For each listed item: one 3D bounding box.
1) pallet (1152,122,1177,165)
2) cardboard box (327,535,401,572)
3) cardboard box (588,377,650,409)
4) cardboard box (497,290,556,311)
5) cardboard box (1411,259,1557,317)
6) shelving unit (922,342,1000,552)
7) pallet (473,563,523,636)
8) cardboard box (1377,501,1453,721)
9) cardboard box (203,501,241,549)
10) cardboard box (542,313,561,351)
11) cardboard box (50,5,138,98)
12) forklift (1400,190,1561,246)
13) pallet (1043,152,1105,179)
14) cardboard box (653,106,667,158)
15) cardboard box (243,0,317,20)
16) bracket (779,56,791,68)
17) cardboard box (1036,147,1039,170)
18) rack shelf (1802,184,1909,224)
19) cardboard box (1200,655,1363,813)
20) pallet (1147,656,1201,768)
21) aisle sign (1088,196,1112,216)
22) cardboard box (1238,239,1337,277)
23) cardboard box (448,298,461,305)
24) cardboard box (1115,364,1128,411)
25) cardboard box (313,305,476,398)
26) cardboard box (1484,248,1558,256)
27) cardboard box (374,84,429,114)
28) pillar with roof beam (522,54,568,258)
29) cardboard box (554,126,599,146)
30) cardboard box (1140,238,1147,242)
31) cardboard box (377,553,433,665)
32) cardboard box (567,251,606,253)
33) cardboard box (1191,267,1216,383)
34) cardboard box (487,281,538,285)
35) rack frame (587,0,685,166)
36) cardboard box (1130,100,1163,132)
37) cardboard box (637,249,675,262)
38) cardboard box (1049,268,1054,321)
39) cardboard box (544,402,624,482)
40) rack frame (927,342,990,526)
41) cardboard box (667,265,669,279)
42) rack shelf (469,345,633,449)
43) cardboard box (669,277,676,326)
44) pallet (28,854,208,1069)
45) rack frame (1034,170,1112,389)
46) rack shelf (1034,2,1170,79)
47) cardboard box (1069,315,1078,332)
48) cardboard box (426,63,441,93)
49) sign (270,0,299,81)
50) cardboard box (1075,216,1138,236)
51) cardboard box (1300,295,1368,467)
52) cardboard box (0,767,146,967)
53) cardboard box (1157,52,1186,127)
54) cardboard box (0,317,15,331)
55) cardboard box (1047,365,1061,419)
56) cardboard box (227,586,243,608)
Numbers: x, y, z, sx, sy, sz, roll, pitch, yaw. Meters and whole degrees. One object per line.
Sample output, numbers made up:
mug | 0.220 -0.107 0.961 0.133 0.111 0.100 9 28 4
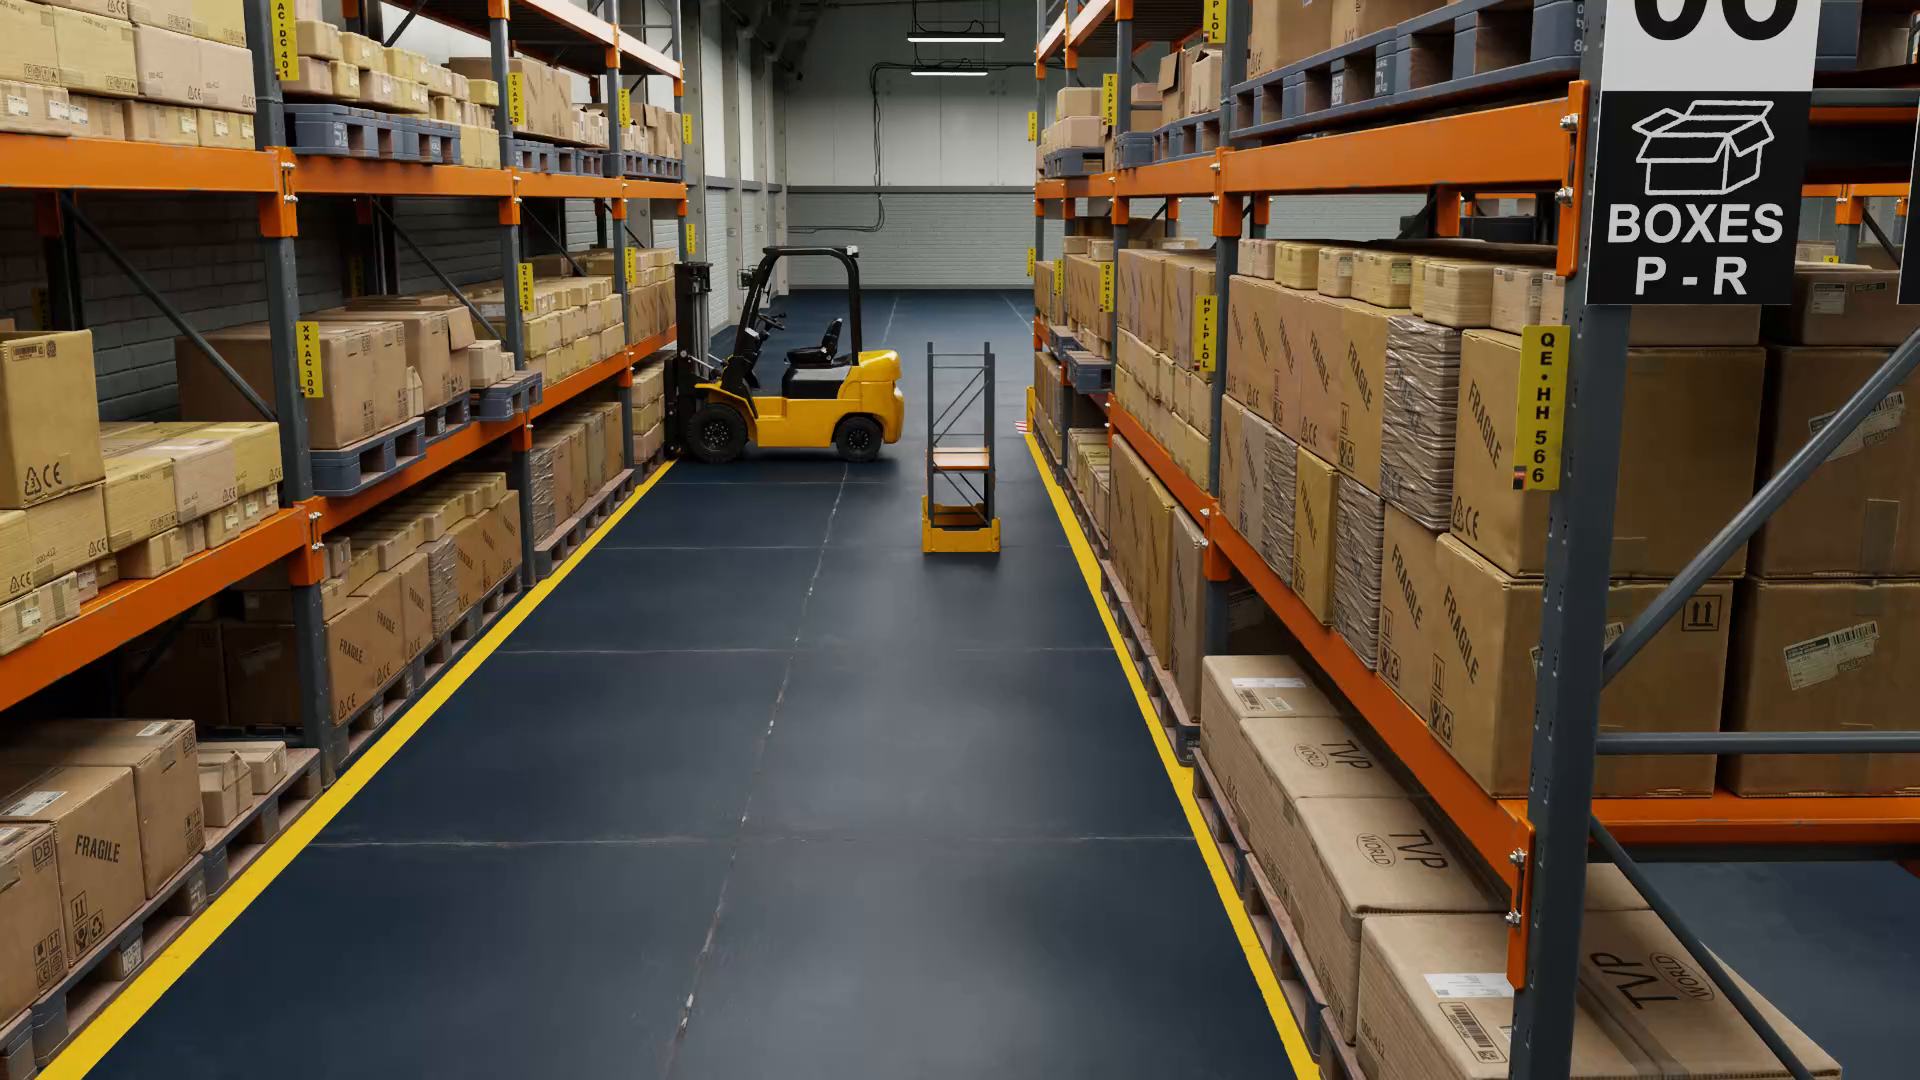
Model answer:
pallet | 1.621 -2.193 9.256 1.003 0.211 1.213 0 11 1
cardboard box | -3.179 0.069 8.772 0.380 0.149 0.250 0 11 -1
cardboard box | -3.212 -1.385 15.689 0.500 0.250 0.500 0 11 -2
cardboard box | -3.236 -1.782 12.415 0.380 0.149 0.250 0 11 -1
cardboard box | 1.404 -0.654 4.343 0.380 0.149 0.250 0 11 0
shelving unit | -0.002 -0.750 12.985 0.587 1.500 1.083 0 11 -1
pallet | -3.456 0.371 10.702 1.003 0.211 1.213 0 11 -1
cardboard box | 1.424 0.181 4.372 0.500 0.500 0.500 0 11 -2
cardboard box | -3.035 -0.061 6.446 0.380 0.149 0.250 0 11 0
cardboard box | -3.208 -1.505 12.052 0.500 0.250 0.500 0 11 1
cardboard box | -3.070 -1.592 5.446 0.500 0.250 0.500 0 11 0
forklift | 3.951 -1.431 12.743 1.130 2.935 3.031 1 11 4
pallet | 1.353 -3.216 14.294 1.213 0.211 1.003 0 11 -1
cardboard box | -3.425 -4.218 17.201 0.700 0.500 0.500 0 11 -1
cardboard box | -3.008 -2.361 7.144 0.396 0.266 0.258 0 11 -2
bracket | -4.689 -12.667 43.811 0.076 0.066 4.783 0 11 -1
cardboard box | 1.108 -4.197 18.289 0.500 0.250 0.500 0 11 -2
rack shelf | 6.435 -2.721 13.193 1.077 0.370 4.000 0 11 -1
cardboard box | 1.517 0.804 6.937 0.875 0.438 0.875 0 11 -2
pallet | 1.520 0.843 8.373 1.003 0.211 1.213 0 11 -1
aisle sign | 1.652 -4.044 18.908 0.394 0.787 0.004 0 11 -1
cardboard box | 1.359 -1.164 6.853 0.380 0.149 0.250 0 11 -2
cardboard box | -3.643 -1.575 11.397 0.380 0.149 0.250 0 11 1
cardboard box | 1.288 -0.994 10.791 0.500 0.250 0.500 0 11 -2
cardboard box | -3.215 -1.077 9.509 0.797 0.503 0.637 -1 11 -2
cardboard box | 1.920 -0.864 5.378 0.380 0.149 0.250 0 11 -1
cardboard box | -3.017 -2.318 8.719 0.380 0.149 0.250 0 11 0
pillar with roof beam | -0.181 -5.551 17.786 9.100 9.000 0.400 0 11 -1
cardboard box | -3.190 -3.324 13.680 0.380 0.149 0.250 0 11 -1
cardboard box | 1.709 -2.452 13.912 0.380 0.149 0.250 -1 11 -3
cardboard box | -3.163 0.368 8.933 0.500 0.500 0.500 -1 11 -3
cardboard box | -3.887 -2.921 17.283 0.380 0.149 0.250 -1 11 -3
cardboard box | 1.351 -0.997 7.665 0.500 0.500 0.500 0 11 1
cardboard box | -3.740 -2.082 13.894 0.380 0.149 0.250 0 11 -2
rack frame | -3.599 -5.675 18.399 1.000 3.000 0.127 0 11 -1
cardboard box | 1.519 -2.873 11.882 0.700 0.500 0.500 0 11 -1
cardboard box | -3.345 -3.128 18.304 0.380 0.149 0.250 0 11 -1
cardboard box | 1.156 -2.448 16.584 0.500 0.500 0.500 0 11 0
cardboard box | -3.494 -0.878 14.759 0.875 0.625 0.625 0 11 1
rack frame | -0.012 -0.853 13.492 0.500 1.500 0.032 0 11 -1
cardboard box | -3.286 -2.829 17.578 0.380 0.149 0.250 -1 11 -3
rack shelf | -3.475 -1.190 13.188 1.077 0.370 4.000 0 11 -1
cardboard box | -3.325 -2.584 18.000 0.500 0.500 0.500 0 11 1
pallet | -3.309 1.397 5.643 1.003 0.211 1.213 0 11 -1
rack frame | 1.364 -2.756 19.099 1.000 3.000 0.127 0 11 -1
rack shelf | 1.405 -4.944 16.615 1.077 0.370 4.000 0 11 -1
cardboard box | 1.138 -1.883 14.371 0.380 0.149 0.250 0 11 0
cardboard box | -3.104 -2.557 9.202 0.380 0.149 0.250 0 11 -1
sign | -2.808 -2.077 6.906 0.100 0.325 0.005 0 11 -1
cardboard box | 1.596 -3.240 17.968 0.700 0.500 0.500 0 11 -1
cardboard box | 1.391 -0.511 5.269 0.500 0.500 0.500 0 11 -2
cardboard box | -3.076 1.067 5.484 0.500 0.500 0.500 0 11 0
cardboard box | 1.688 -2.818 10.544 0.797 0.503 0.637 -1 12 -5
cardboard box | -3.586 -0.492 5.684 0.500 0.500 0.500 -1 11 -3
cardboard box | 1.142 -1.506 16.910 0.500 0.500 0.500 0 11 2
cardboard box | -3.657 0.228 7.992 0.380 0.149 0.250 0 11 -1
